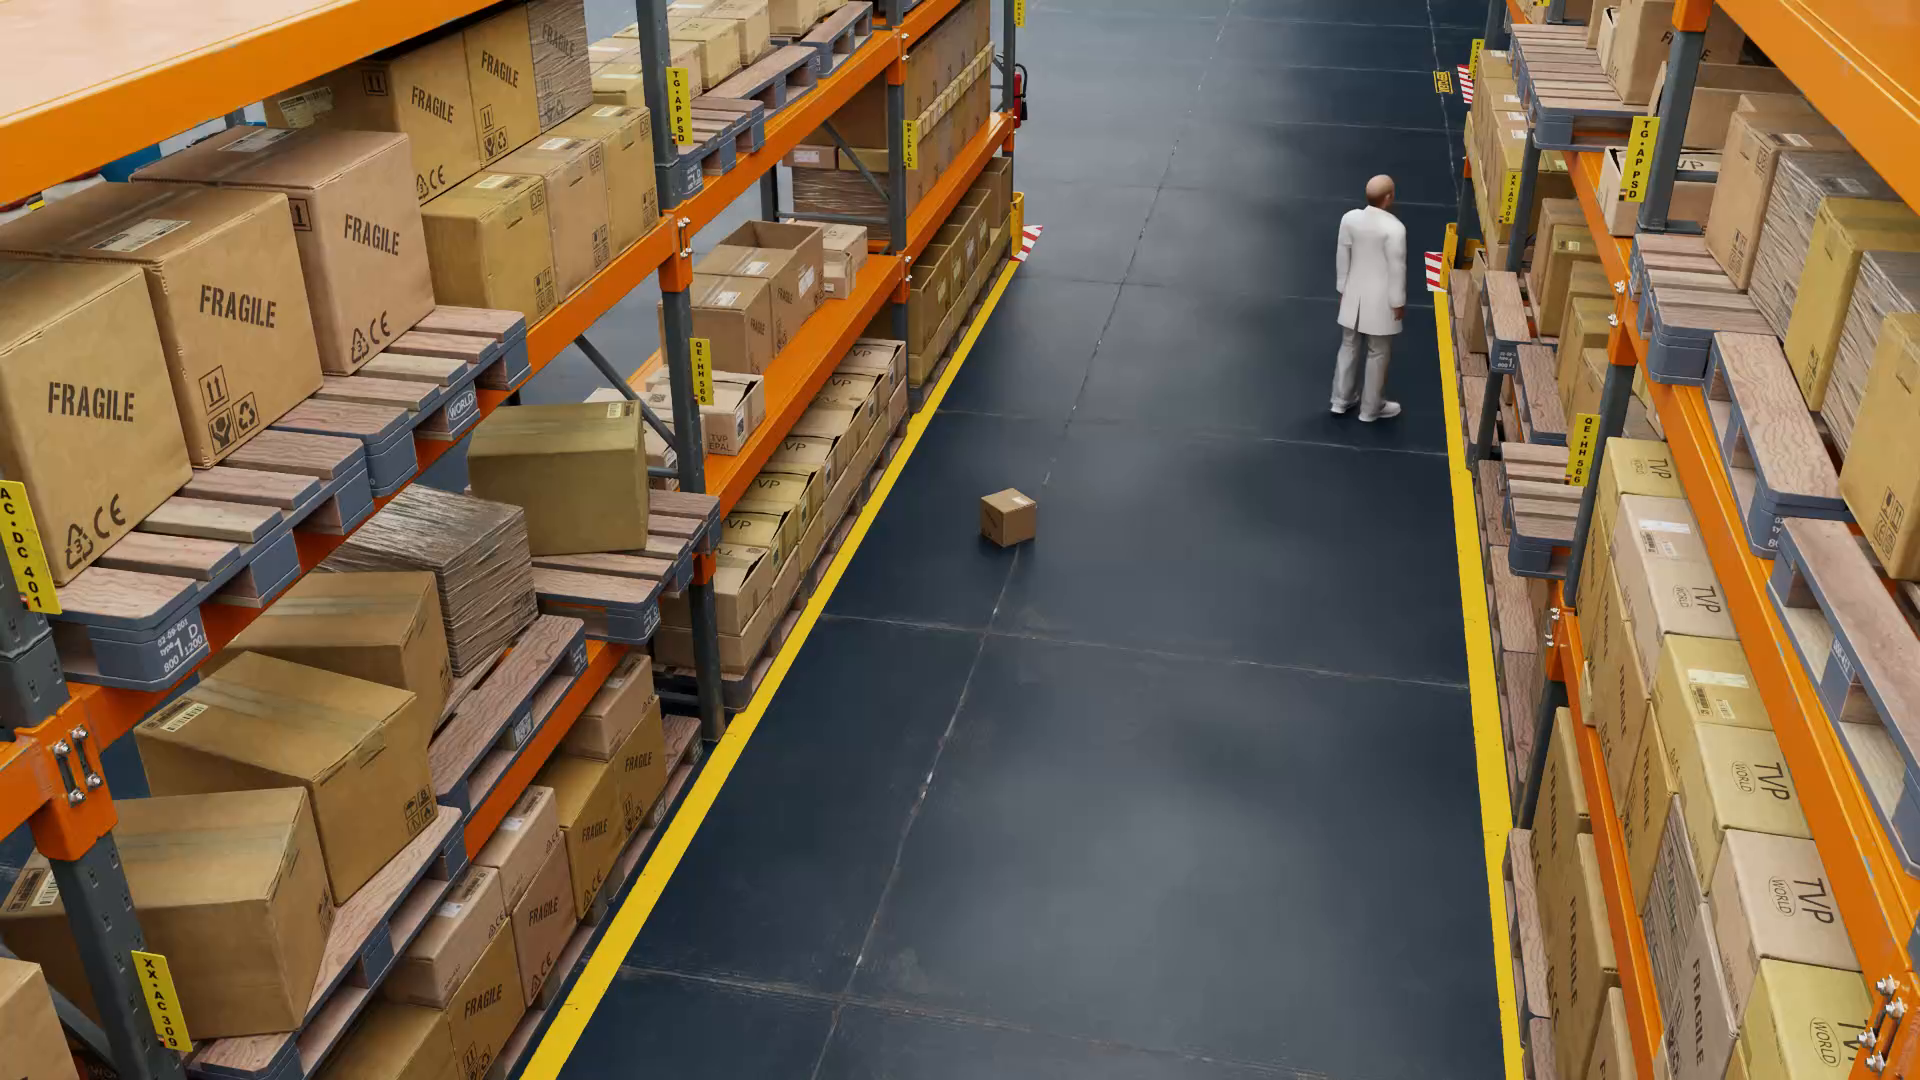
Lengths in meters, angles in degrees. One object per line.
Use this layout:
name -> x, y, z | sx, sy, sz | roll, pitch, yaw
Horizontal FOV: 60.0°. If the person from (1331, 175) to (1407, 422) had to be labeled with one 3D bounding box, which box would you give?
person -> 2.955, -1.727, 11.835 | 0.404, 1.792, 0.544 | -23, 36, -36
